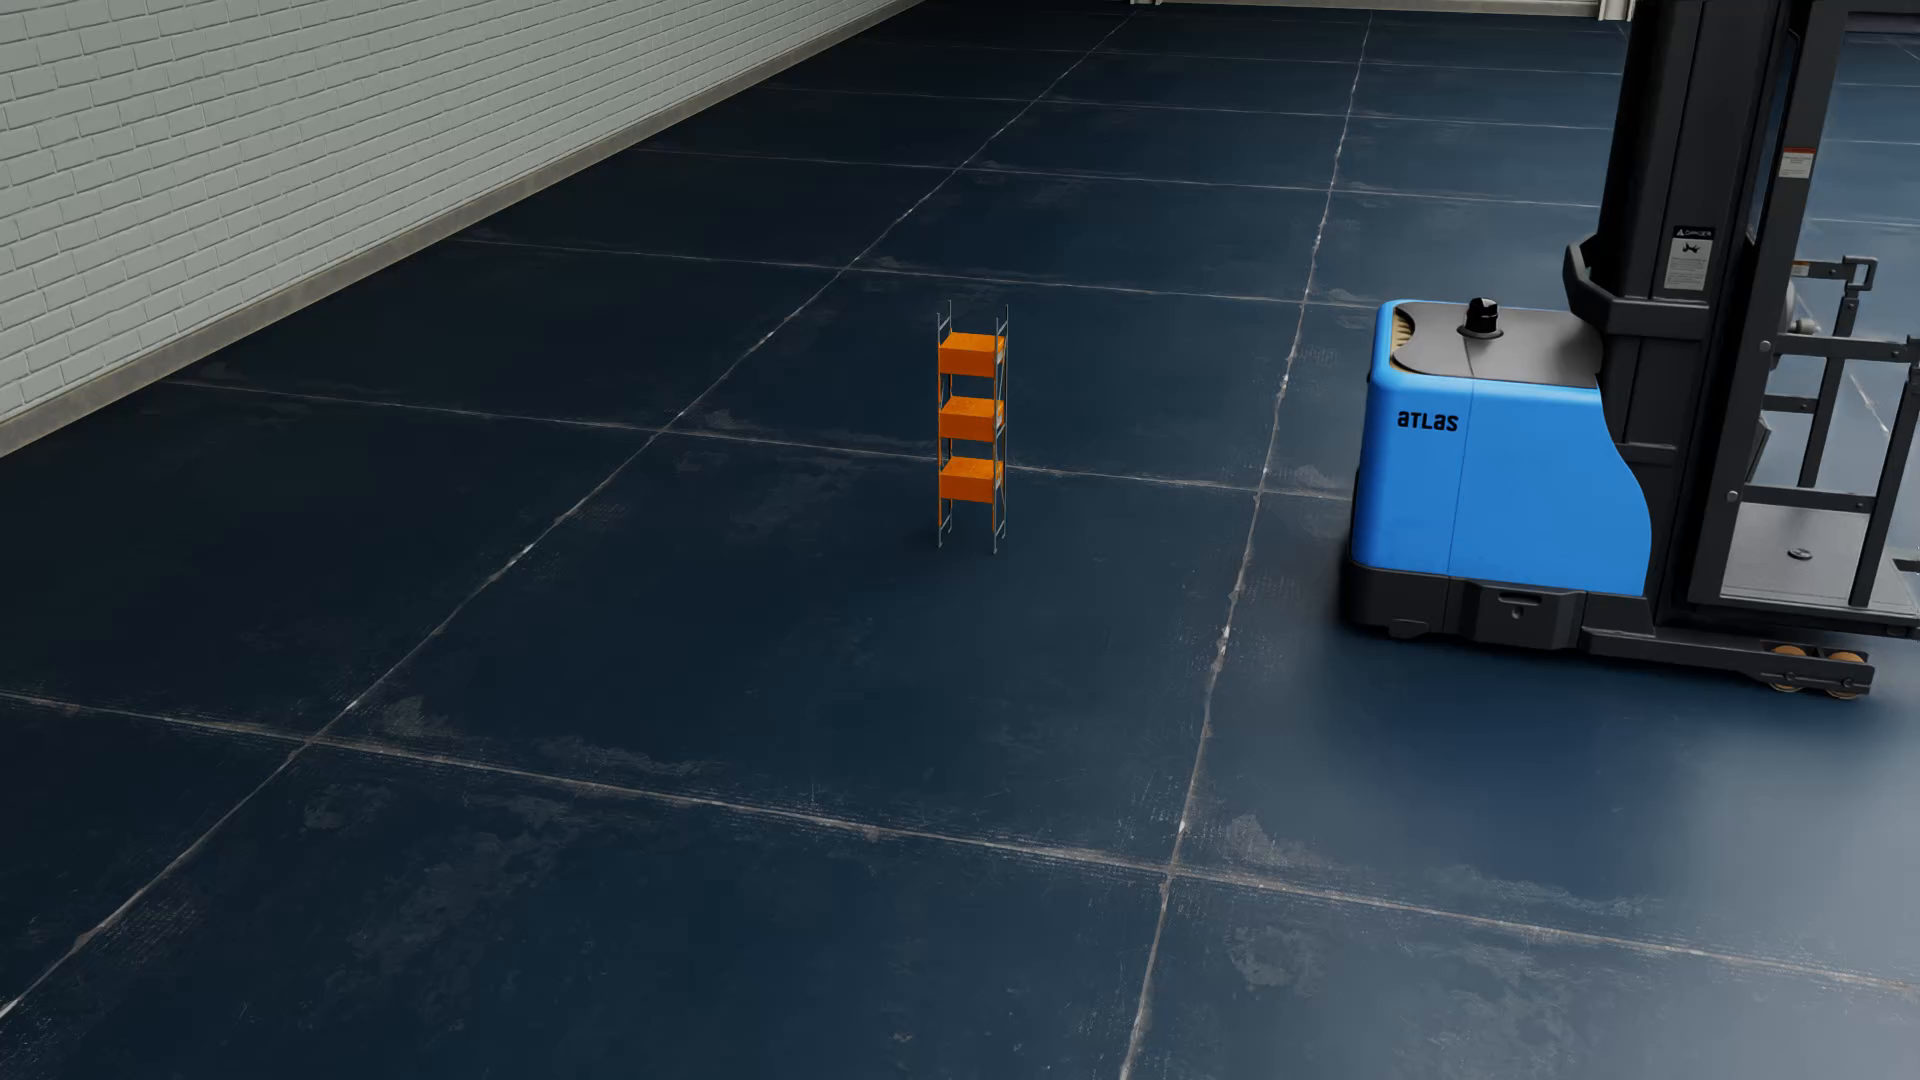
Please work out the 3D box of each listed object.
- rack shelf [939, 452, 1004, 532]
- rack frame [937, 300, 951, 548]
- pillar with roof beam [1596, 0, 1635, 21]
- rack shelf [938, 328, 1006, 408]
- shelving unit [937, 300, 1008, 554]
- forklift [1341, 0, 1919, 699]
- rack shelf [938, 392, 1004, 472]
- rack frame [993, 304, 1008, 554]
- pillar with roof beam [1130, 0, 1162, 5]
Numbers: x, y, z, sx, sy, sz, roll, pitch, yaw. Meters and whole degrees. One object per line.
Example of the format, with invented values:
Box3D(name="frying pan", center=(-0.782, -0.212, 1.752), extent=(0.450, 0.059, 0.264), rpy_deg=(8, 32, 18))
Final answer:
Box3D(name="rack shelf", center=(0.052, -0.208, 7.136), extent=(0.240, 0.259, 0.215), rpy_deg=(6, 26, 13))
Box3D(name="rack frame", center=(-0.066, -0.481, 7.040), extent=(0.008, 1.050, 0.200), rpy_deg=(6, 26, 13))
Box3D(name="pillar with roof beam", center=(7.261, -8.916, 15.508), extent=(0.400, 9.000, 9.100), rpy_deg=(6, 26, 13))
Box3D(name="rack shelf", center=(0.052, -0.715, 6.895), extent=(0.240, 0.259, 0.215), rpy_deg=(6, 26, 13))
Box3D(name="shelving unit", center=(0.052, -0.468, 7.012), extent=(0.252, 1.050, 0.215), rpy_deg=(6, 26, 13))
Box3D(name="forklift", center=(3.064, -0.999, 5.939), extent=(3.031, 2.935, 1.130), rpy_deg=(6, 26, 13))
Box3D(name="rack shelf", center=(0.052, -0.459, 7.017), extent=(0.240, 0.259, 0.215), rpy_deg=(6, 26, 13))
Box3D(name="rack frame", center=(0.170, -0.455, 6.985), extent=(0.008, 1.050, 0.200), rpy_deg=(6, 26, 13))
Box3D(name="pillar with roof beam", center=(1.450, -9.558, 16.858), extent=(0.400, 9.000, 9.100), rpy_deg=(6, 26, 13))
